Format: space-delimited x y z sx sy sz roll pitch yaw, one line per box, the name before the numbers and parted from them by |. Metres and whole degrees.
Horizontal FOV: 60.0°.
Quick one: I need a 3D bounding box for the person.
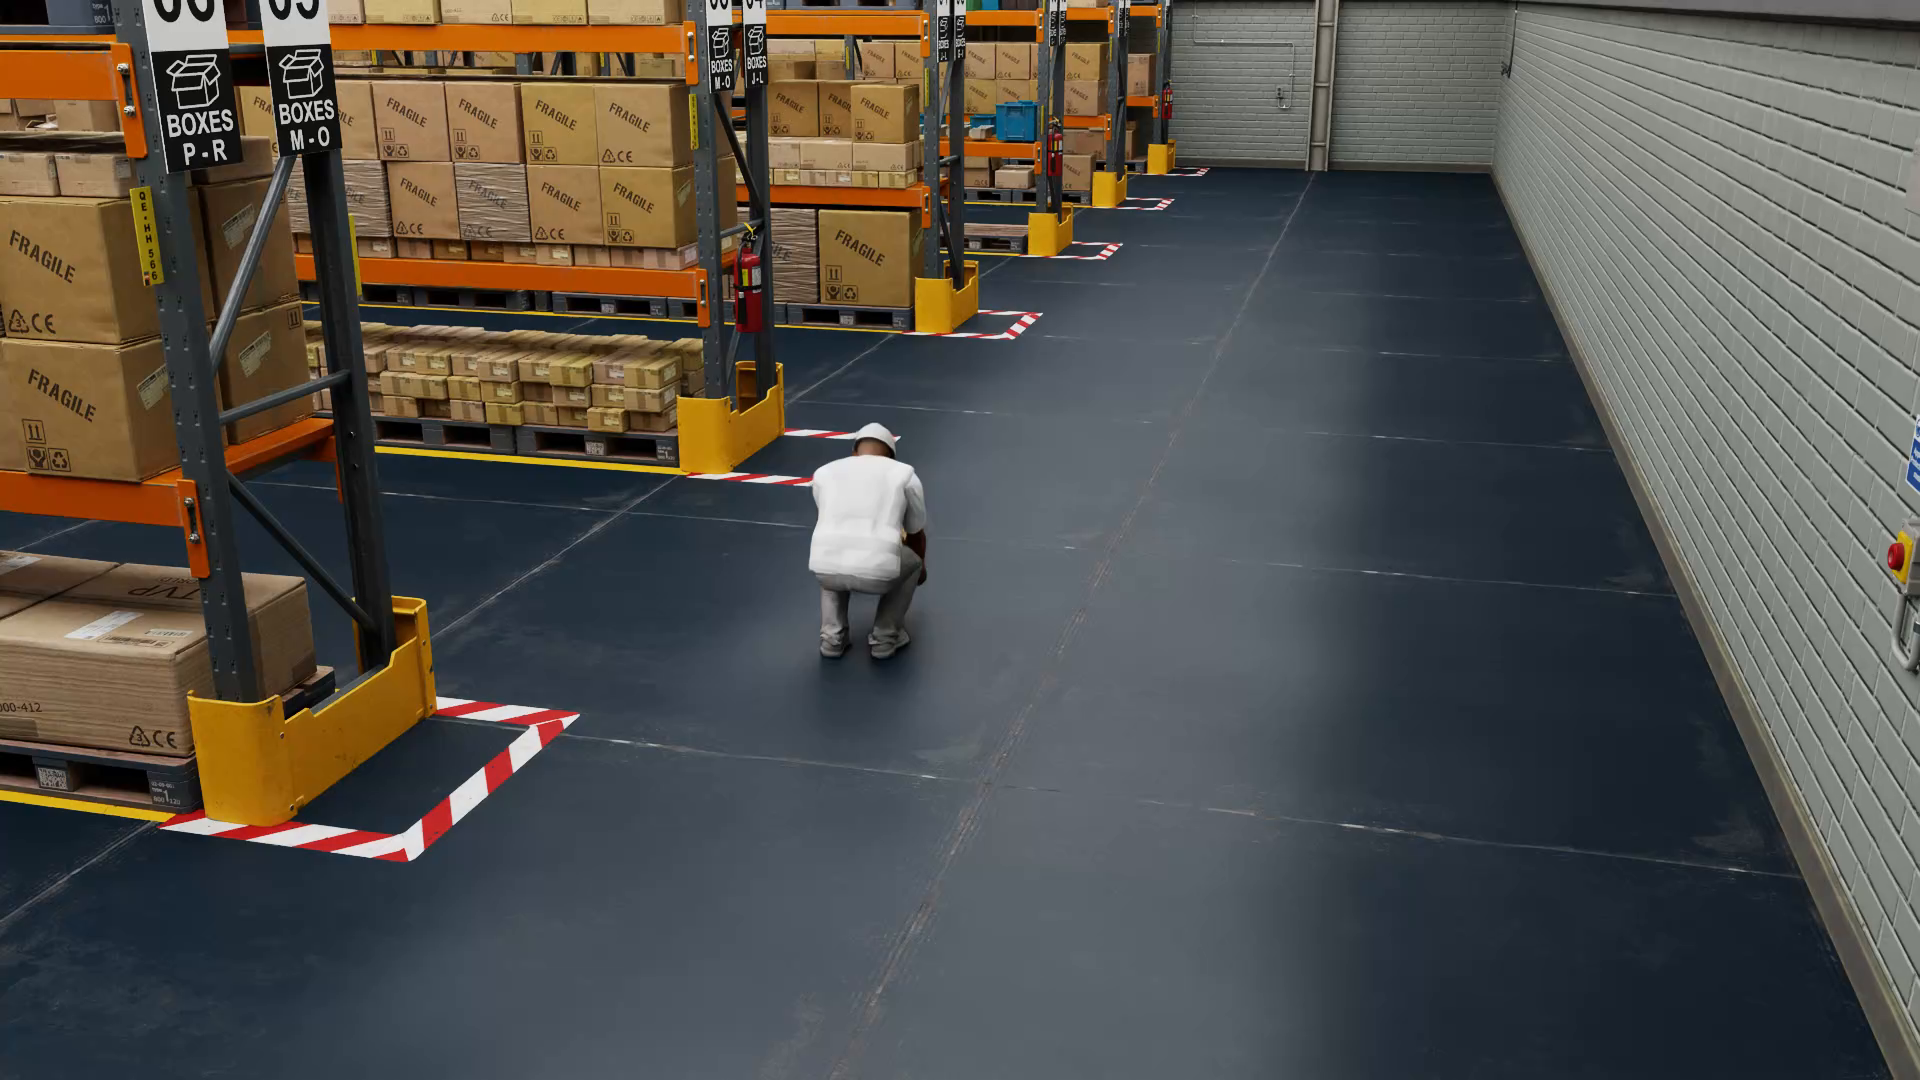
person | -0.459 0.006 7.938 0.542 1.011 0.903 4 19 12
